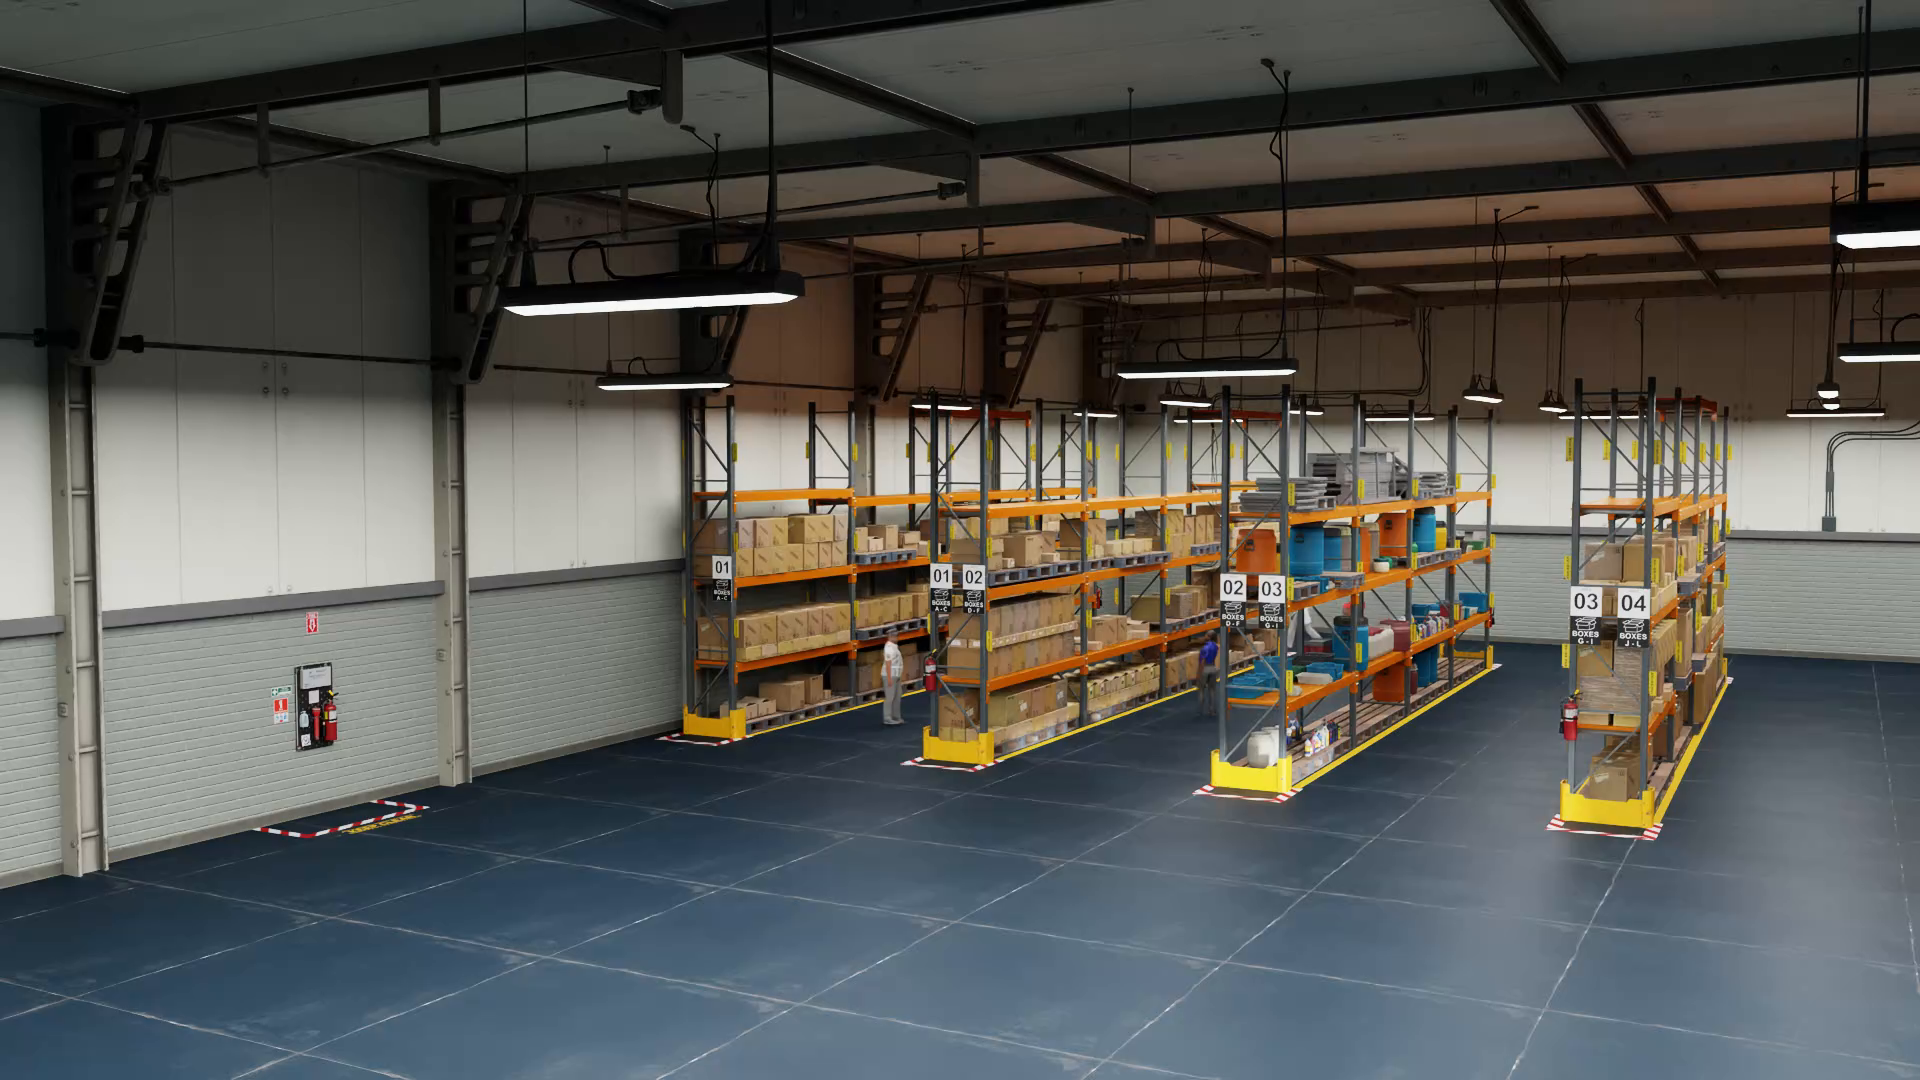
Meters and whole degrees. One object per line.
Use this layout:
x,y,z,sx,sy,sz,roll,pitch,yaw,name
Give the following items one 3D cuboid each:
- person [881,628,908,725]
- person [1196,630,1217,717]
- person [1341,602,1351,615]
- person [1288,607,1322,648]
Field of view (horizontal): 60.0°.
-1.220,2.532,30.634,0.469,1.812,0.591,0,3,9,person
4.663,2.527,31.484,0.471,1.669,0.372,-2,4,-34,person
8.293,2.224,35.741,0.850,1.766,0.517,-2,4,-40,person
8.737,1.899,42.520,1.131,1.737,0.624,-1,3,-17,person
